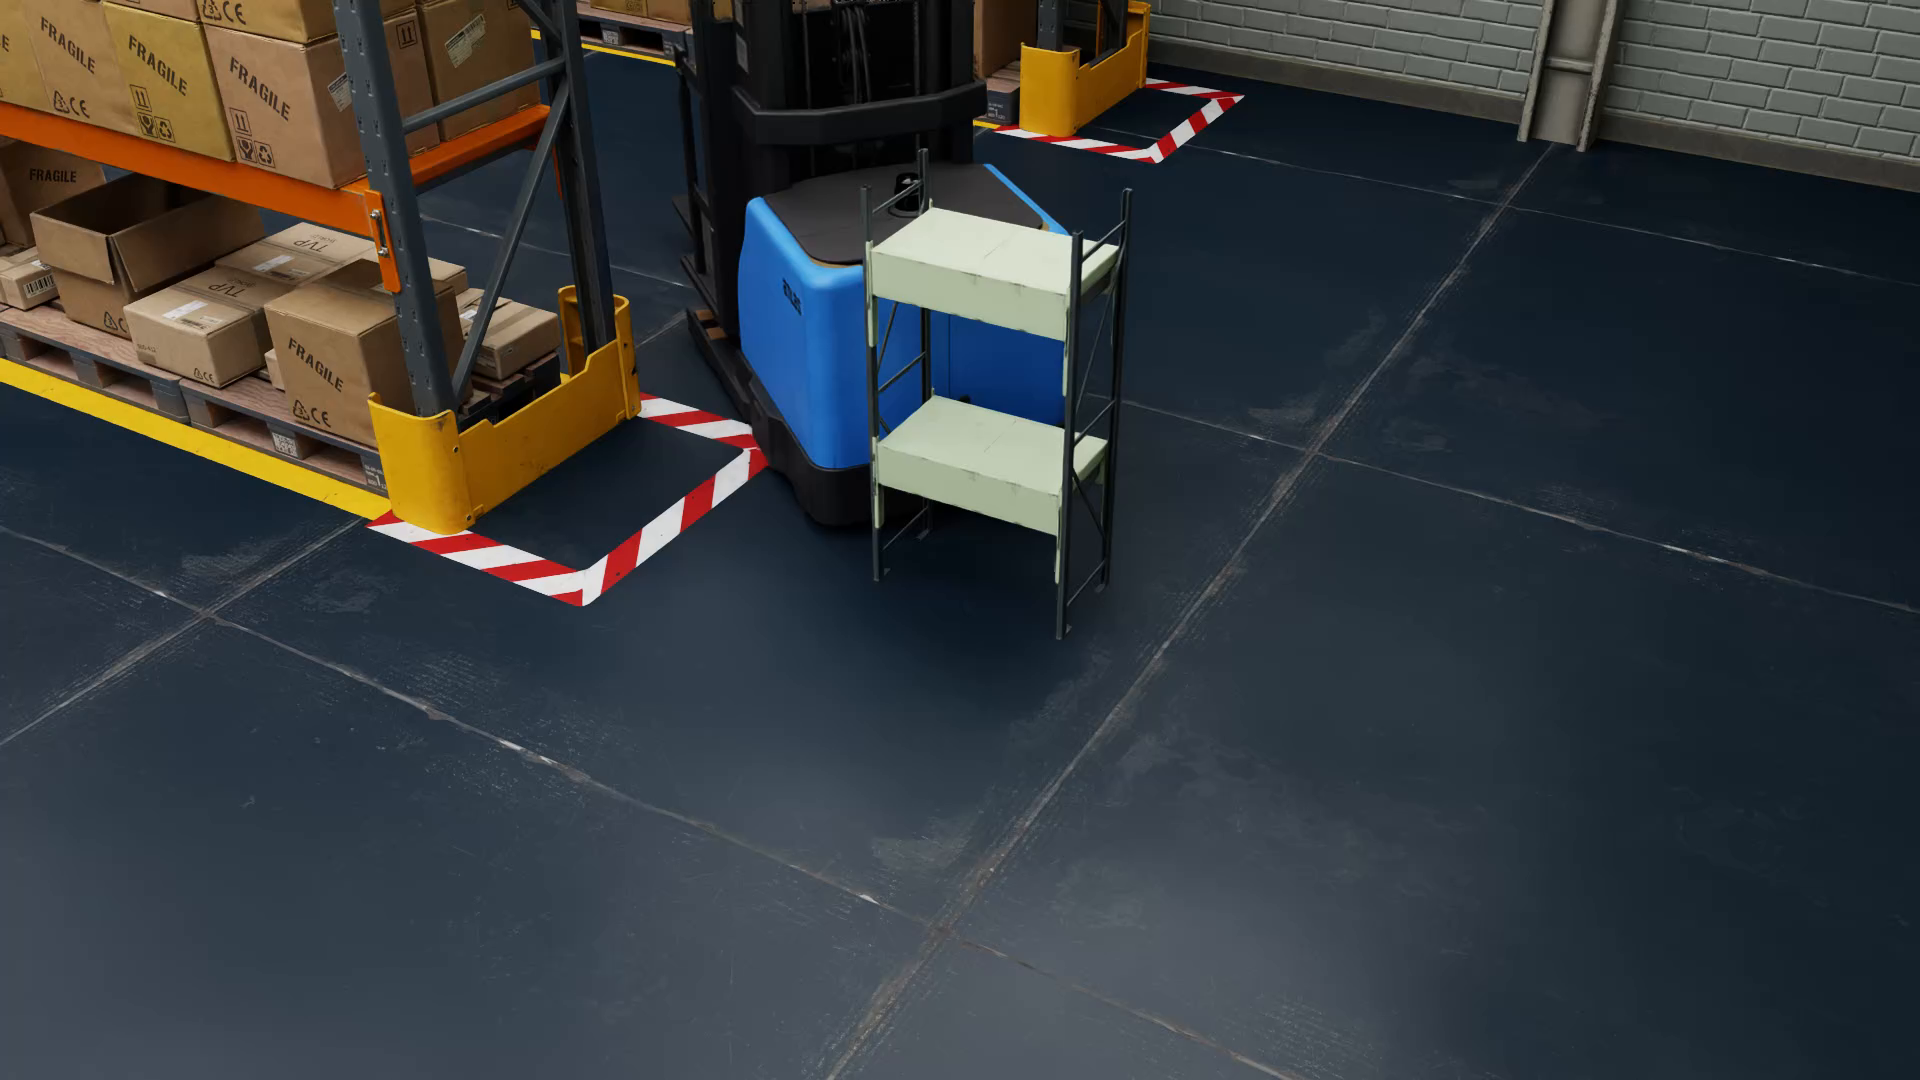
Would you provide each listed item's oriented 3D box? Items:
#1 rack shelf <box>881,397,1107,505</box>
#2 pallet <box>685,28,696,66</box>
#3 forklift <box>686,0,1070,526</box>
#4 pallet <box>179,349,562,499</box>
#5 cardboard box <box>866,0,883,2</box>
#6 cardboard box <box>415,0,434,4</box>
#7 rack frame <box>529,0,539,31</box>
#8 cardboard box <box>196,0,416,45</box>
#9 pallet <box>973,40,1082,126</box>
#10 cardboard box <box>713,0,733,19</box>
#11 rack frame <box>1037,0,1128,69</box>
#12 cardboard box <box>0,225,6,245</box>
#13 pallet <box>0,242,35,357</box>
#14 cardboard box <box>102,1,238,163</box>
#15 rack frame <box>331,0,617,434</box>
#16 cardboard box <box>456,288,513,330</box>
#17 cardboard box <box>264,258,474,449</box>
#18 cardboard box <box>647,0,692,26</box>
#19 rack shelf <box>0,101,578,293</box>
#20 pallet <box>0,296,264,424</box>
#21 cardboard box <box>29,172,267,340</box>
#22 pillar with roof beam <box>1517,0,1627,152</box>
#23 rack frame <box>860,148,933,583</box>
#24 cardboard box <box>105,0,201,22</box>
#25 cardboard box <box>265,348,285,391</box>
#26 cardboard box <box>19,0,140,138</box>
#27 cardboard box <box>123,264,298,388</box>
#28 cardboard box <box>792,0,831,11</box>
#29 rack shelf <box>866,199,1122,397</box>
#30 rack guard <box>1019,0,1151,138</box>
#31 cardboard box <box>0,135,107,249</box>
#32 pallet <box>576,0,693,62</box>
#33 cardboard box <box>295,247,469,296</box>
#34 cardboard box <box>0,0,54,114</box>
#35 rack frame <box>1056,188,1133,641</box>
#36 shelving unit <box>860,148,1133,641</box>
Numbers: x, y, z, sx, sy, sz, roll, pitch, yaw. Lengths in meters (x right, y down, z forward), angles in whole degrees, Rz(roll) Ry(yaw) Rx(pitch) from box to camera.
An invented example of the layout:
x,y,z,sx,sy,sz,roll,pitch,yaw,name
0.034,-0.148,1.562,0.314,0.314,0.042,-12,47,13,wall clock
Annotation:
x,y,z,sx,sy,sz,roll,pitch,yaw,name
0.114,-0.282,5.733,0.686,0.124,0.368,17,37,23,rack shelf
-1.039,-3.303,11.020,1.213,0.211,1.003,18,37,24,pallet
-0.594,-2.081,6.731,1.130,2.935,3.031,-12,36,-18,forklift
-2.464,-0.640,7.020,1.213,0.211,1.003,18,37,24,pallet
-0.343,-3.362,10.469,0.500,0.500,0.700,17,37,24,cardboard box
-1.960,-2.267,5.956,0.500,0.500,0.500,19,38,26,cardboard box
-2.724,-5.046,11.121,0.127,3.000,1.000,18,37,24,rack frame
-2.228,-2.009,5.568,0.500,0.500,0.500,17,37,24,cardboard box
0.016,-2.967,10.515,1.213,0.211,1.003,18,37,24,pallet
-1.246,-3.643,10.891,0.500,0.500,0.700,18,38,25,cardboard box
0.749,-3.946,9.469,0.127,3.000,1.000,18,37,24,rack frame
-4.921,-1.505,7.833,0.500,0.311,0.500,18,37,24,cardboard box
-4.582,-1.311,8.028,1.213,0.211,1.003,18,37,24,pallet
-2.681,-1.736,6.060,0.500,0.500,0.500,18,38,25,cardboard box
-1.705,-1.561,5.888,0.127,3.000,1.000,18,37,24,rack frame
-2.115,-0.914,7.075,0.250,0.166,0.380,18,37,24,cardboard box
-2.300,-0.734,6.505,0.500,0.500,0.500,18,37,24,cardboard box
-1.691,-3.785,11.104,0.500,0.500,0.700,17,37,24,cardboard box
-3.442,-1.811,6.913,4.000,0.370,1.077,18,37,24,rack shelf
-3.519,-0.976,7.525,1.213,0.211,1.003,18,37,24,pallet
-3.545,-1.291,7.337,0.637,0.503,0.797,18,37,24,cardboard box
1.387,-4.045,4.205,0.400,9.000,9.100,18,37,24,pillar with roof beam
-0.207,-0.569,5.752,0.023,1.500,0.400,17,37,23,rack frame
-2.667,-2.147,5.776,0.500,0.500,0.500,19,38,26,cardboard box
-2.607,-0.750,6.830,0.250,0.166,0.380,18,37,24,cardboard box
-3.112,-1.875,6.270,0.500,0.500,0.500,18,38,25,cardboard box
-3.110,-0.906,6.988,0.500,0.250,0.500,18,37,24,cardboard box
-0.780,-3.500,10.676,0.500,0.500,0.700,16,37,23,cardboard box
0.114,-0.797,5.390,0.720,0.370,0.431,17,37,23,rack shelf
0.770,-2.899,10.152,0.348,0.500,1.175,18,37,24,rack guard
-4.543,-1.783,8.080,0.500,0.500,0.500,18,37,24,cardboard box
-2.102,-3.638,11.523,1.213,0.211,1.003,18,37,24,pallet
-2.471,-1.023,7.164,0.500,0.250,0.500,18,37,24,cardboard box
-3.549,-2.014,6.478,0.500,0.500,0.500,17,37,24,cardboard box
0.436,-0.376,5.461,0.023,1.500,0.400,17,37,23,rack frame
0.114,-0.472,5.606,0.755,1.500,0.431,17,37,23,shelving unit
